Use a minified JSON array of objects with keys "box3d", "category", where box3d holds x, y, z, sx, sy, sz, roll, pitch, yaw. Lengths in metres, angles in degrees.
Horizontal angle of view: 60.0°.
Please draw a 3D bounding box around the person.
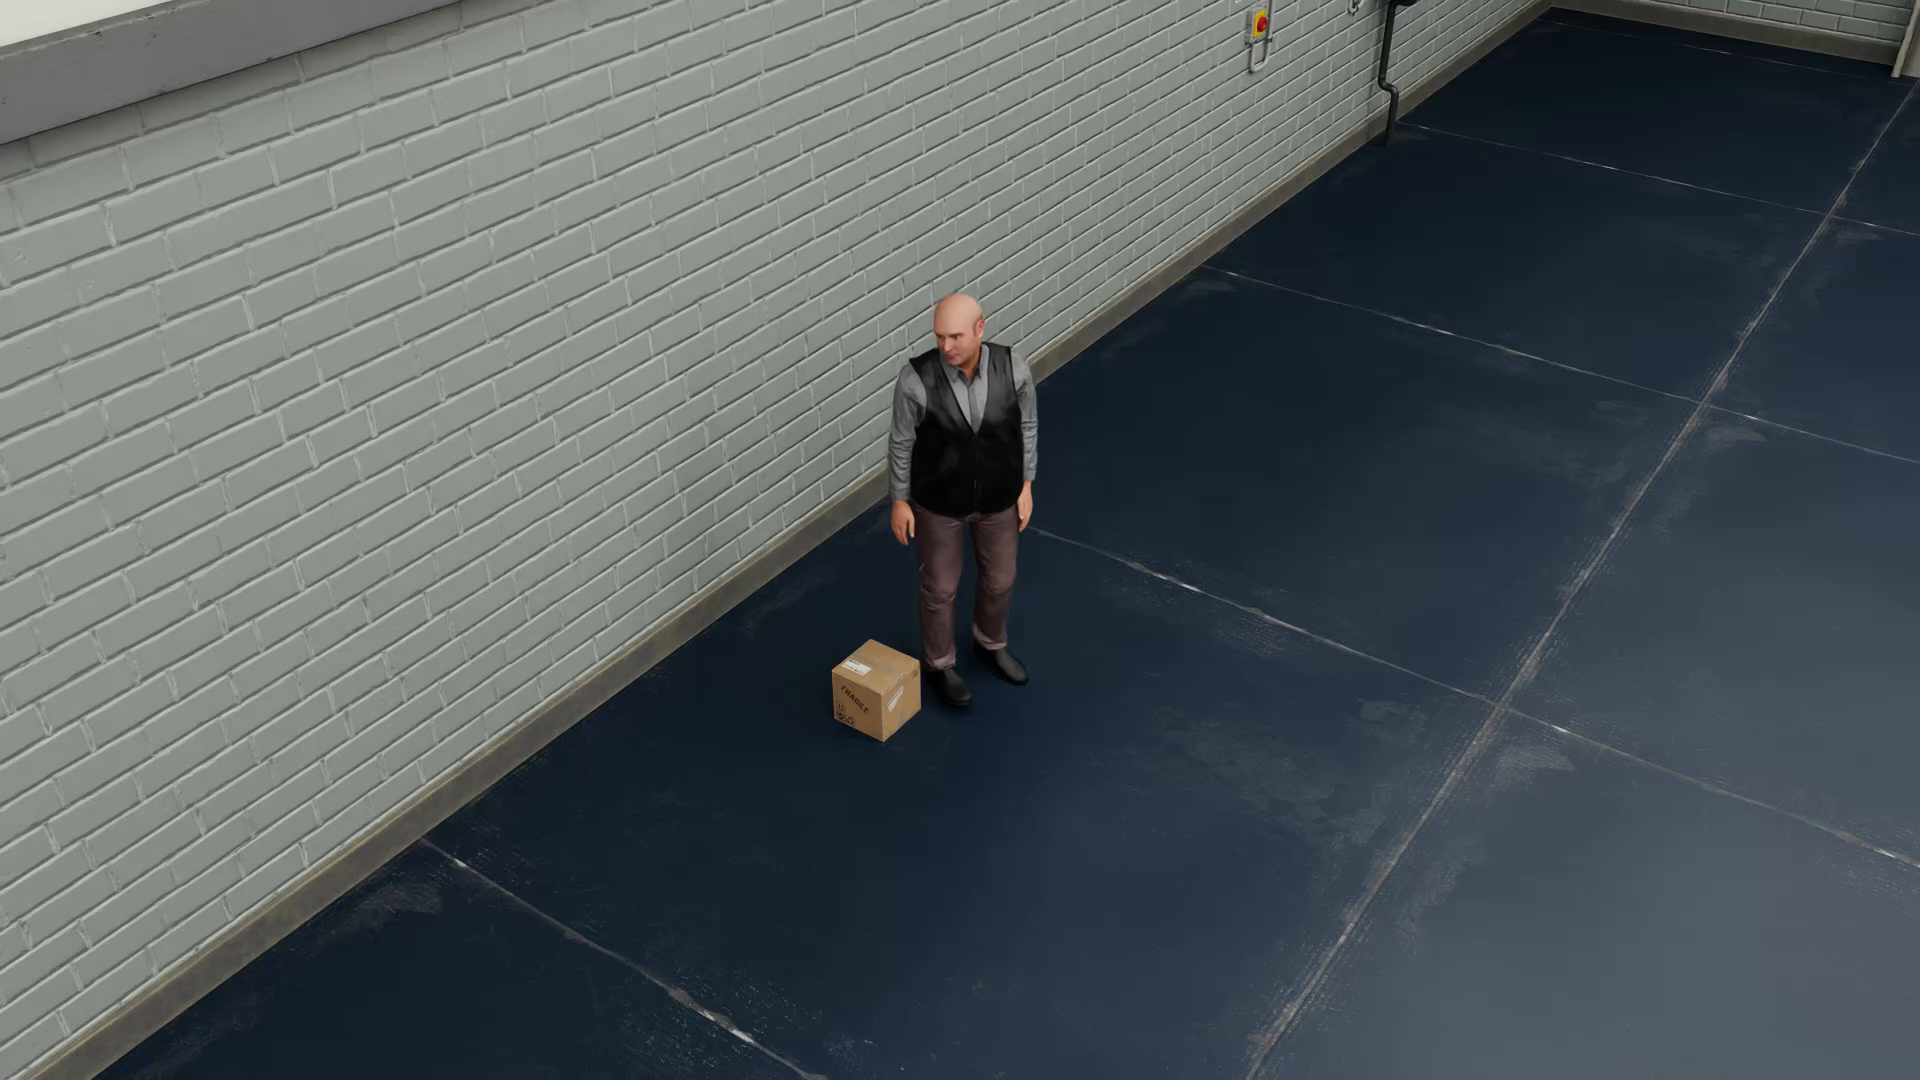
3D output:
[{"box3d":[0.025,-0.132,6.344,0.583,1.750,0.397,-8,35,-11],"category":"person"}]
